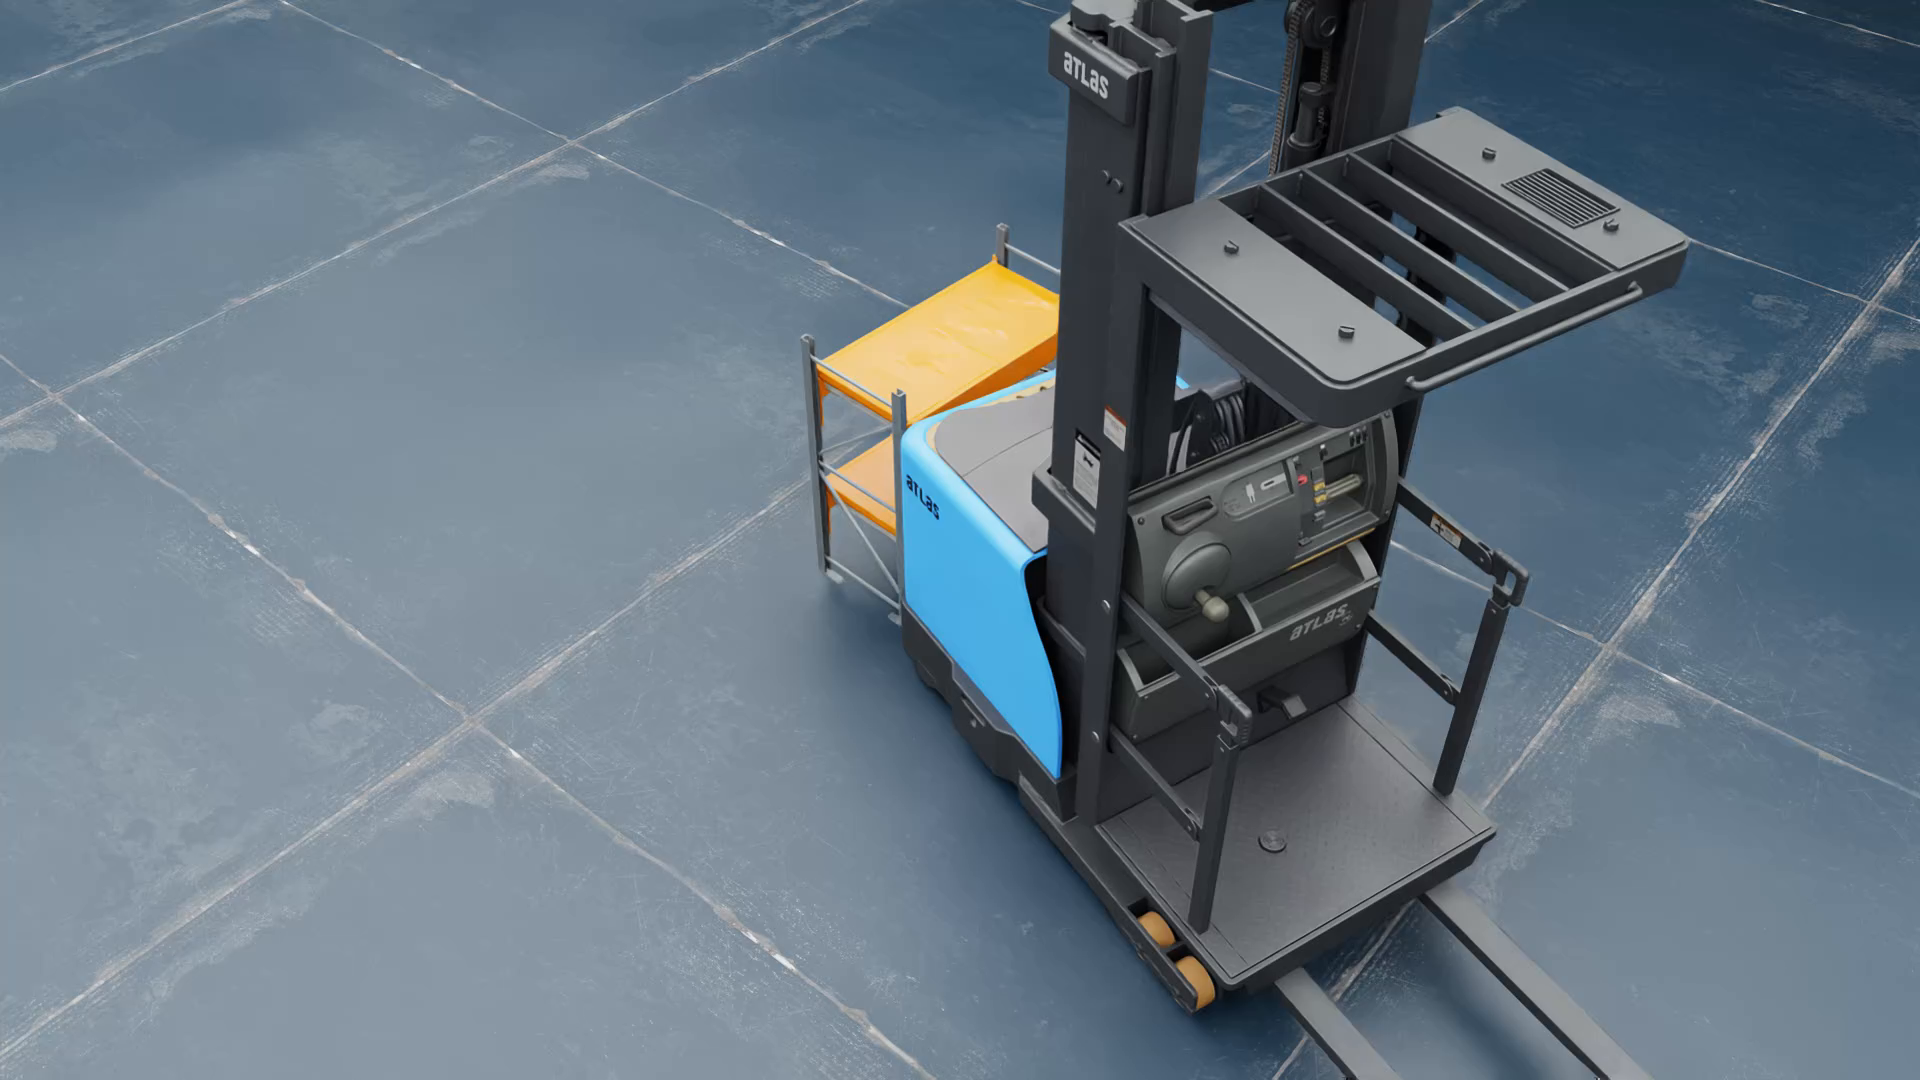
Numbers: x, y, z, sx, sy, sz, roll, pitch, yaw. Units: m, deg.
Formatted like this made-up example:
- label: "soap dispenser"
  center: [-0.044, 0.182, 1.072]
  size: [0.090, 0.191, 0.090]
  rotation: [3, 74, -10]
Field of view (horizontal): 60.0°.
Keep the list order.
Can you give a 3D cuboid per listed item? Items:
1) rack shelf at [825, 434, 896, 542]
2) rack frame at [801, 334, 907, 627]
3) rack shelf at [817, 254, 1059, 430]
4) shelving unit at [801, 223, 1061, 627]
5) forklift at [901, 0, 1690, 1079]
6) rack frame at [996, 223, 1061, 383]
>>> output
- label: "rack shelf"
  center: [-0.021, -0.257, 6.560]
  size: [0.538, 0.278, 1.000]
  rotation: [33, 52, 31]
- label: "rack frame"
  center: [-0.372, -0.191, 6.123]
  size: [0.500, 1.125, 0.032]
  rotation: [33, 52, 31]
- label: "rack shelf"
  center: [-0.021, -0.654, 6.198]
  size: [0.538, 0.278, 1.000]
  rotation: [33, 52, 31]
- label: "shelving unit"
  center: [-0.021, -0.438, 6.395]
  size: [0.538, 1.125, 1.048]
  rotation: [33, 52, 31]
- label: "forklift"
  center: [0.988, 0.005, 4.565]
  size: [1.130, 2.935, 3.031]
  rotation: [-23, 47, -23]
- label: "rack frame"
  center: [0.331, -0.685, 6.667]
  size: [0.500, 1.125, 0.032]
  rotation: [33, 52, 31]
